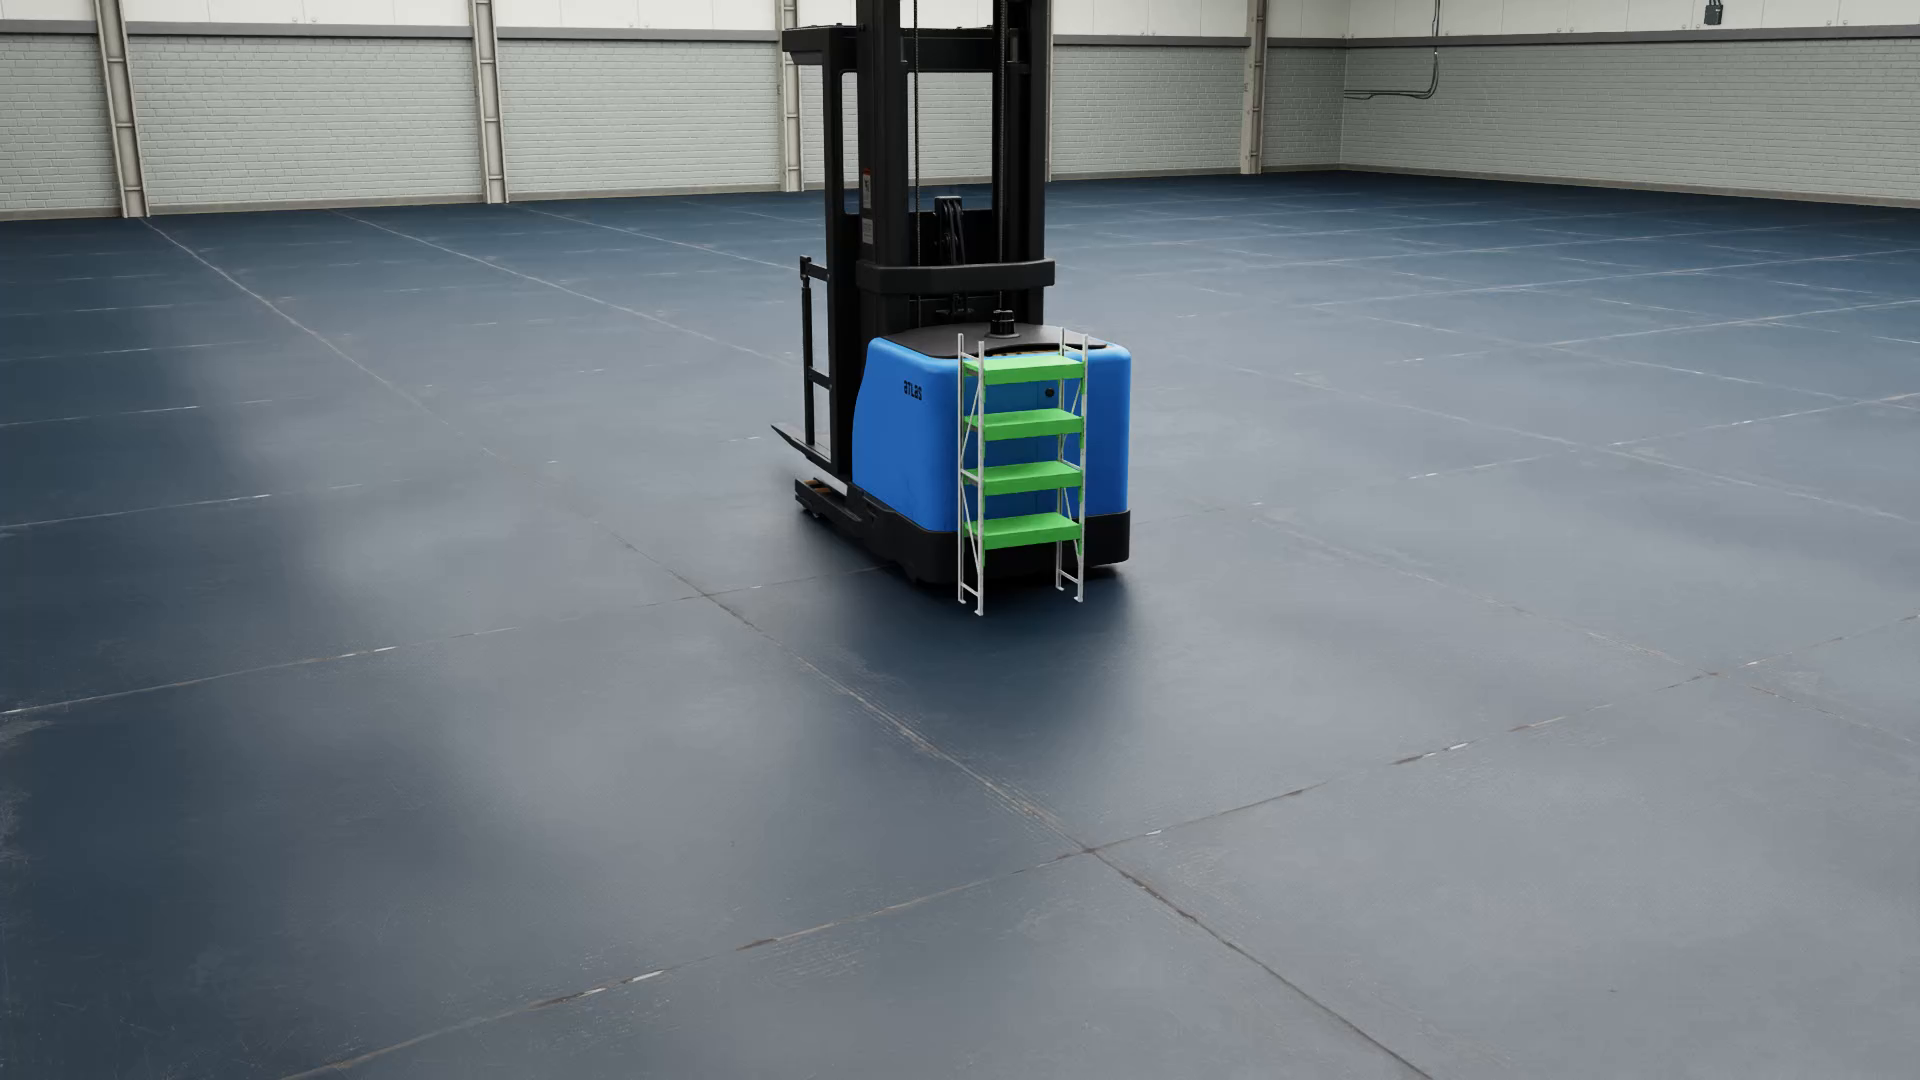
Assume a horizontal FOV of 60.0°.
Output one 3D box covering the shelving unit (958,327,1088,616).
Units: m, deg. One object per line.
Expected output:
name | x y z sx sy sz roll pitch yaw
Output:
shelving unit | 0.270 -0.303 7.290 0.503 1.200 0.258 -7 17 -22

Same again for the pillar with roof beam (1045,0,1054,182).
pillar with roof beam | 3.970 -11.213 31.759 0.400 9.000 9.100 -9 18 -30

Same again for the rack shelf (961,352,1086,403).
rack shelf | 0.270 -0.704 7.178 0.480 0.148 0.258 -7 17 -22

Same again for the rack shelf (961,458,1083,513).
rack shelf | 0.270 -0.242 7.308 0.480 0.148 0.258 -7 17 -22

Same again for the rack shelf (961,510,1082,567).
rack shelf | 0.270 -0.011 7.372 0.480 0.148 0.258 -7 17 -22

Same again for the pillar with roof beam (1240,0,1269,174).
pillar with roof beam | 9.113 -12.047 34.734 0.400 9.000 9.100 -9 18 -30

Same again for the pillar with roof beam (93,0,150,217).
pillar with roof beam | -11.459 -8.710 22.833 0.400 9.000 9.100 -9 18 -30

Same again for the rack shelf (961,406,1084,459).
rack shelf | 0.270 -0.473 7.243 0.480 0.148 0.258 -7 17 -22

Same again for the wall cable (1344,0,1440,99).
wall cable | 10.103 -11.651 39.076 0.112 2.526 3.097 -9 18 -30

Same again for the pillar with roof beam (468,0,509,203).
pillar with roof beam | -6.316 -9.545 25.808 0.400 9.000 9.100 -9 18 -30

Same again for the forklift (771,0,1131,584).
forklift | -0.245 -1.566 8.586 1.130 2.935 3.031 -7 17 -22

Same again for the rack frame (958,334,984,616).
rack frame | 0.046 -0.277 7.198 0.015 1.200 0.240 -7 17 -22

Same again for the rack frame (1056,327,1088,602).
rack frame | 0.495 -0.329 7.383 0.015 1.200 0.240 -7 17 -22

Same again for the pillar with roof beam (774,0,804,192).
pillar with roof beam | -1.173 -10.379 28.783 0.400 9.000 9.100 -9 18 -30

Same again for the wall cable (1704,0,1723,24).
wall cable | 14.978 -12.585 30.354 0.169 6.003 2.305 -9 18 -30
